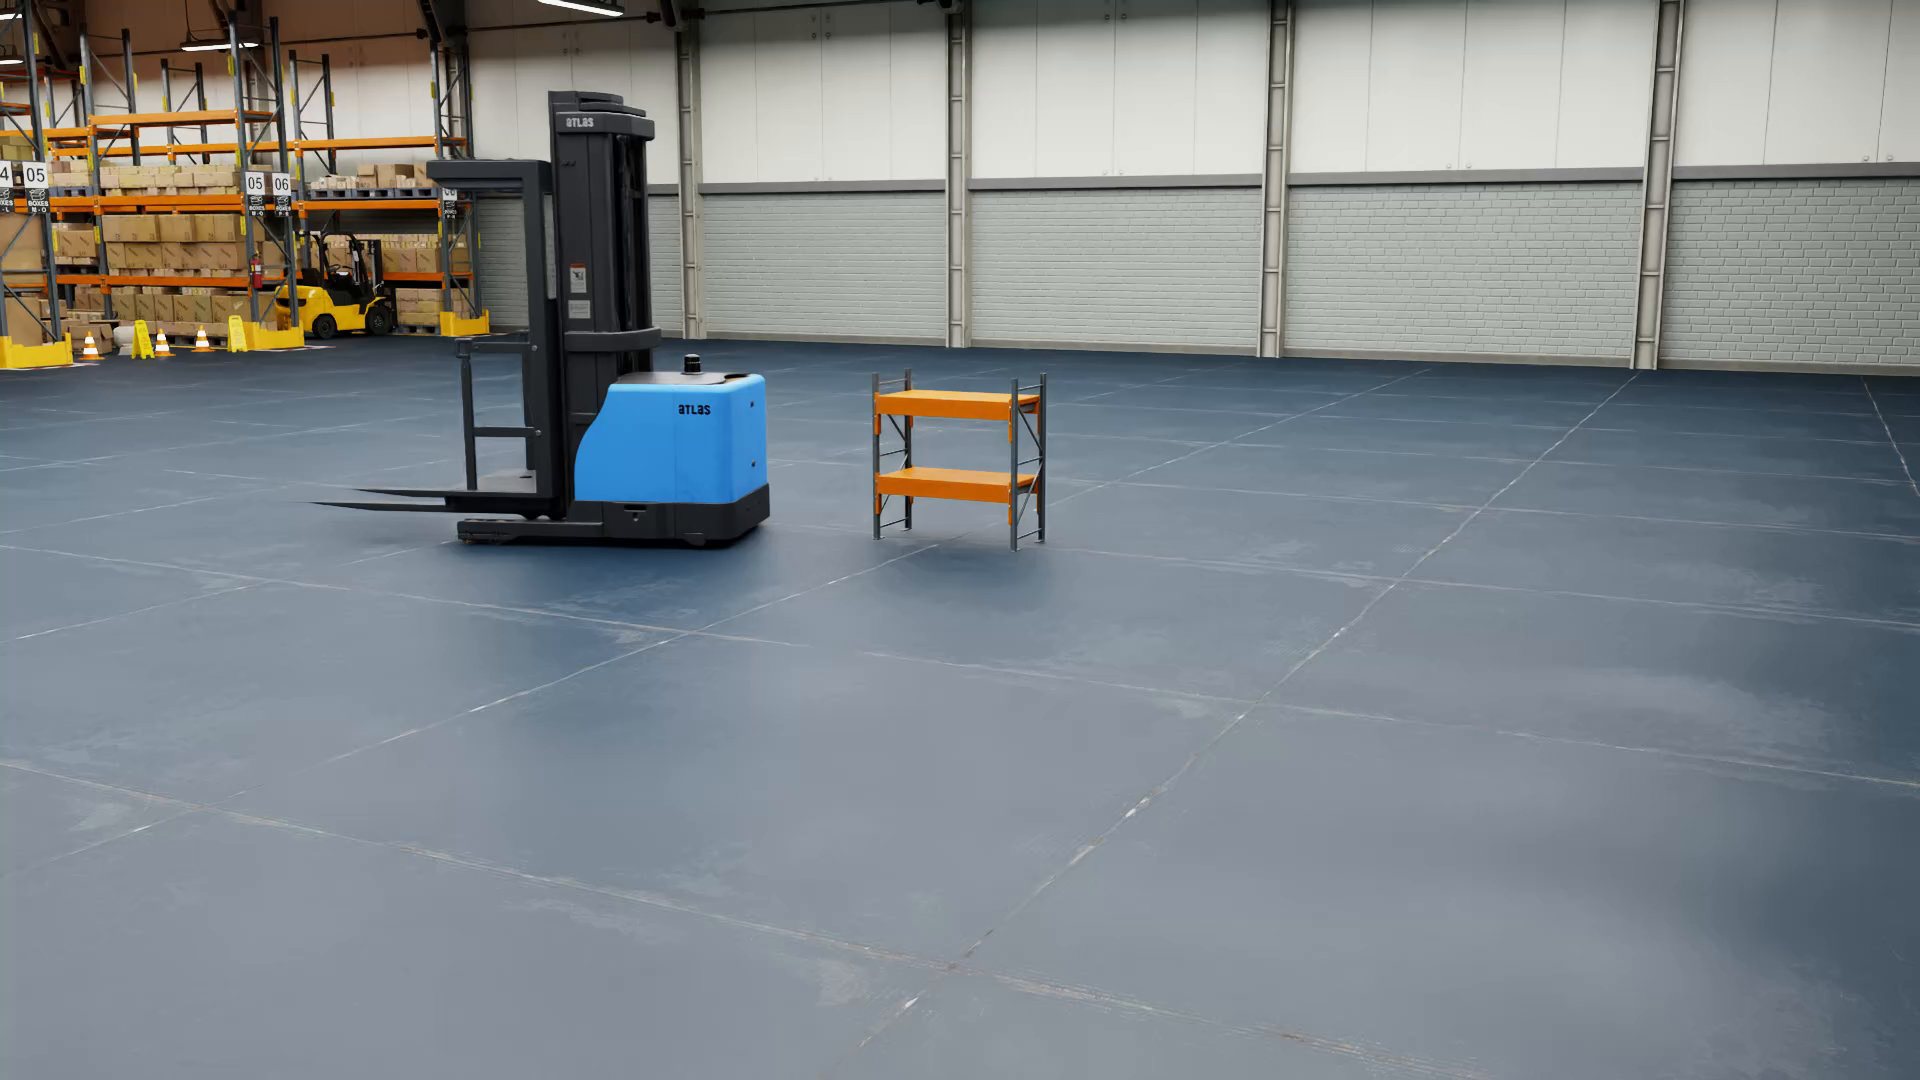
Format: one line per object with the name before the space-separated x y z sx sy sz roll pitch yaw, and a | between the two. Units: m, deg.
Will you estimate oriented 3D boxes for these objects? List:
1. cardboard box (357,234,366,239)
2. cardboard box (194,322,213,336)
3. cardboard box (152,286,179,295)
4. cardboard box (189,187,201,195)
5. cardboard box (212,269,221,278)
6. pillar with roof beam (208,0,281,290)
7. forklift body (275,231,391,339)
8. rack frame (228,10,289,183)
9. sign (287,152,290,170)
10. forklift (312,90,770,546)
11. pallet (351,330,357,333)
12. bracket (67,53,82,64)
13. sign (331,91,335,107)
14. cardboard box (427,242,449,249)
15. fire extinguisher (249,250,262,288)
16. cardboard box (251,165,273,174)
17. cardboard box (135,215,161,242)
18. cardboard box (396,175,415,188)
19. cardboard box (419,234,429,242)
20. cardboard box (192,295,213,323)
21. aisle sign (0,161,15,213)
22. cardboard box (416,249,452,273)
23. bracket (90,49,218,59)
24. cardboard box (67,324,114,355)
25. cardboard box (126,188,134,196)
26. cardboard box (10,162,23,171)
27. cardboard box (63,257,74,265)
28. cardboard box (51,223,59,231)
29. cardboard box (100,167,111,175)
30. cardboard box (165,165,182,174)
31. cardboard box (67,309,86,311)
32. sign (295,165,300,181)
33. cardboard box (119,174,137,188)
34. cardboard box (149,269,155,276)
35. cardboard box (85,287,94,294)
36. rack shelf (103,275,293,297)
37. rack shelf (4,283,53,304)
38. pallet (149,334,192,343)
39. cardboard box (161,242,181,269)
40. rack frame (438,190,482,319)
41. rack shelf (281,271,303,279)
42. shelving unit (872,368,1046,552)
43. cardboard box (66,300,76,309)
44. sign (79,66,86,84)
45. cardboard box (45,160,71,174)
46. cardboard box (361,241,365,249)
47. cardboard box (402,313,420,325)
cardboard box | -12.802 -6.529 35.945 0.250 0.149 0.380 5 11 26
cardboard box | -14.058 -3.984 31.361 0.500 0.250 0.500 5 11 26
cardboard box | -15.140 -4.754 31.692 0.250 0.149 0.380 6 12 29
cardboard box | -14.099 -6.487 30.931 0.250 0.149 0.380 5 11 25
cardboard box | -13.679 -4.965 30.946 0.250 0.149 0.380 5 11 25
pillar with roof beam | -18.071 -8.797 34.566 0.548 9.000 9.100 5 11 26
forklift body | -13.067 -5.301 34.480 1.214 2.155 2.313 5 11 26
rack frame | -12.753 -8.019 30.272 0.127 3.000 1.000 5 11 26
sign | -12.513 -7.060 30.940 0.005 0.325 0.100 5 11 26
forklift | -2.904 -1.500 11.290 3.031 2.935 1.130 1 10 8
pallet | -13.452 -4.734 36.795 1.213 0.211 1.003 5 11 26
bracket | -21.332 -11.639 40.163 0.430 0.232 0.235 5 11 26
sign | -13.879 -9.752 36.777 0.005 0.325 0.100 5 11 26
cardboard box | -10.995 -6.211 35.025 0.250 0.149 0.380 5 11 27
fire extinguisher | -12.854 -4.947 30.357 0.183 0.674 0.296 5 11 26
cardboard box | -12.981 -6.873 30.825 0.250 0.149 0.380 5 11 25
cardboard box | -15.154 -5.913 31.556 0.500 0.500 0.700 5 11 25
cardboard box | -11.665 -7.563 35.090 0.258 0.266 0.396 5 11 26
cardboard box | -11.209 -6.384 35.145 0.250 0.149 0.380 5 11 26
cardboard box | -14.056 -4.352 31.290 0.500 0.500 0.500 6 12 28
aisle sign | -14.921 -5.495 25.867 0.004 0.787 0.394 5 11 26
cardboard box | -11.117 -5.906 35.162 0.500 0.500 0.500 5 11 25
bracket | -19.006 -11.434 39.033 4.783 0.066 0.076 5 11 26
cardboard box | -15.448 -3.573 29.559 0.637 0.503 0.797 -2 11 -14
cardboard box | -15.687 -6.640 31.777 0.250 0.149 0.380 5 11 26
cardboard box | -15.018 -5.955 26.535 0.250 0.149 0.380 5 11 26
cardboard box | -17.399 -5.500 32.724 0.250 0.149 0.380 5 11 25
cardboard box | -17.734 -6.174 32.806 0.250 0.149 0.380 4 11 23
cardboard box | -16.202 -7.050 31.807 0.250 0.149 0.380 5 11 25
cardboard box | -14.577 -6.907 31.015 0.250 0.149 0.380 5 12 27
cardboard box | -18.082 -4.448 33.582 0.625 0.372 0.950 5 12 28
sign | -14.378 -7.973 36.106 0.005 0.325 0.100 5 11 26
cardboard box | -15.600 -6.814 31.618 0.500 0.250 0.500 5 11 25
cardboard box | -15.239 -5.114 31.770 0.250 0.149 0.380 5 11 26
cardboard box | -20.835 -6.022 40.097 0.250 0.149 0.380 5 11 24
rack shelf | -14.546 -4.871 31.741 4.000 0.370 1.077 5 11 26
rack shelf | -16.646 -4.072 27.329 4.000 0.370 1.077 5 11 26
pallet | -15.722 -3.963 32.535 1.213 0.211 1.003 5 11 26
cardboard box | -14.702 -5.385 31.445 0.500 0.500 0.500 5 11 26
rack frame | -10.560 -5.860 35.188 0.127 3.000 1.000 5 11 26
rack shelf | -15.940 -5.979 37.865 4.000 0.370 1.077 5 11 26
shelving unit | -0.006 -0.554 11.133 1.048 1.125 0.538 5 11 26
cardboard box | -21.809 -5.779 41.111 0.500 0.311 0.500 5 12 28
sign | -16.580 -8.783 31.424 0.005 0.325 0.100 5 11 26
cardboard box | -17.841 -7.340 32.777 0.500 0.250 0.500 5 12 27
cardboard box | -12.842 -6.371 35.910 0.250 0.149 0.380 5 11 24
cardboard box | -11.563 -4.741 35.546 0.500 0.250 0.500 5 11 26
